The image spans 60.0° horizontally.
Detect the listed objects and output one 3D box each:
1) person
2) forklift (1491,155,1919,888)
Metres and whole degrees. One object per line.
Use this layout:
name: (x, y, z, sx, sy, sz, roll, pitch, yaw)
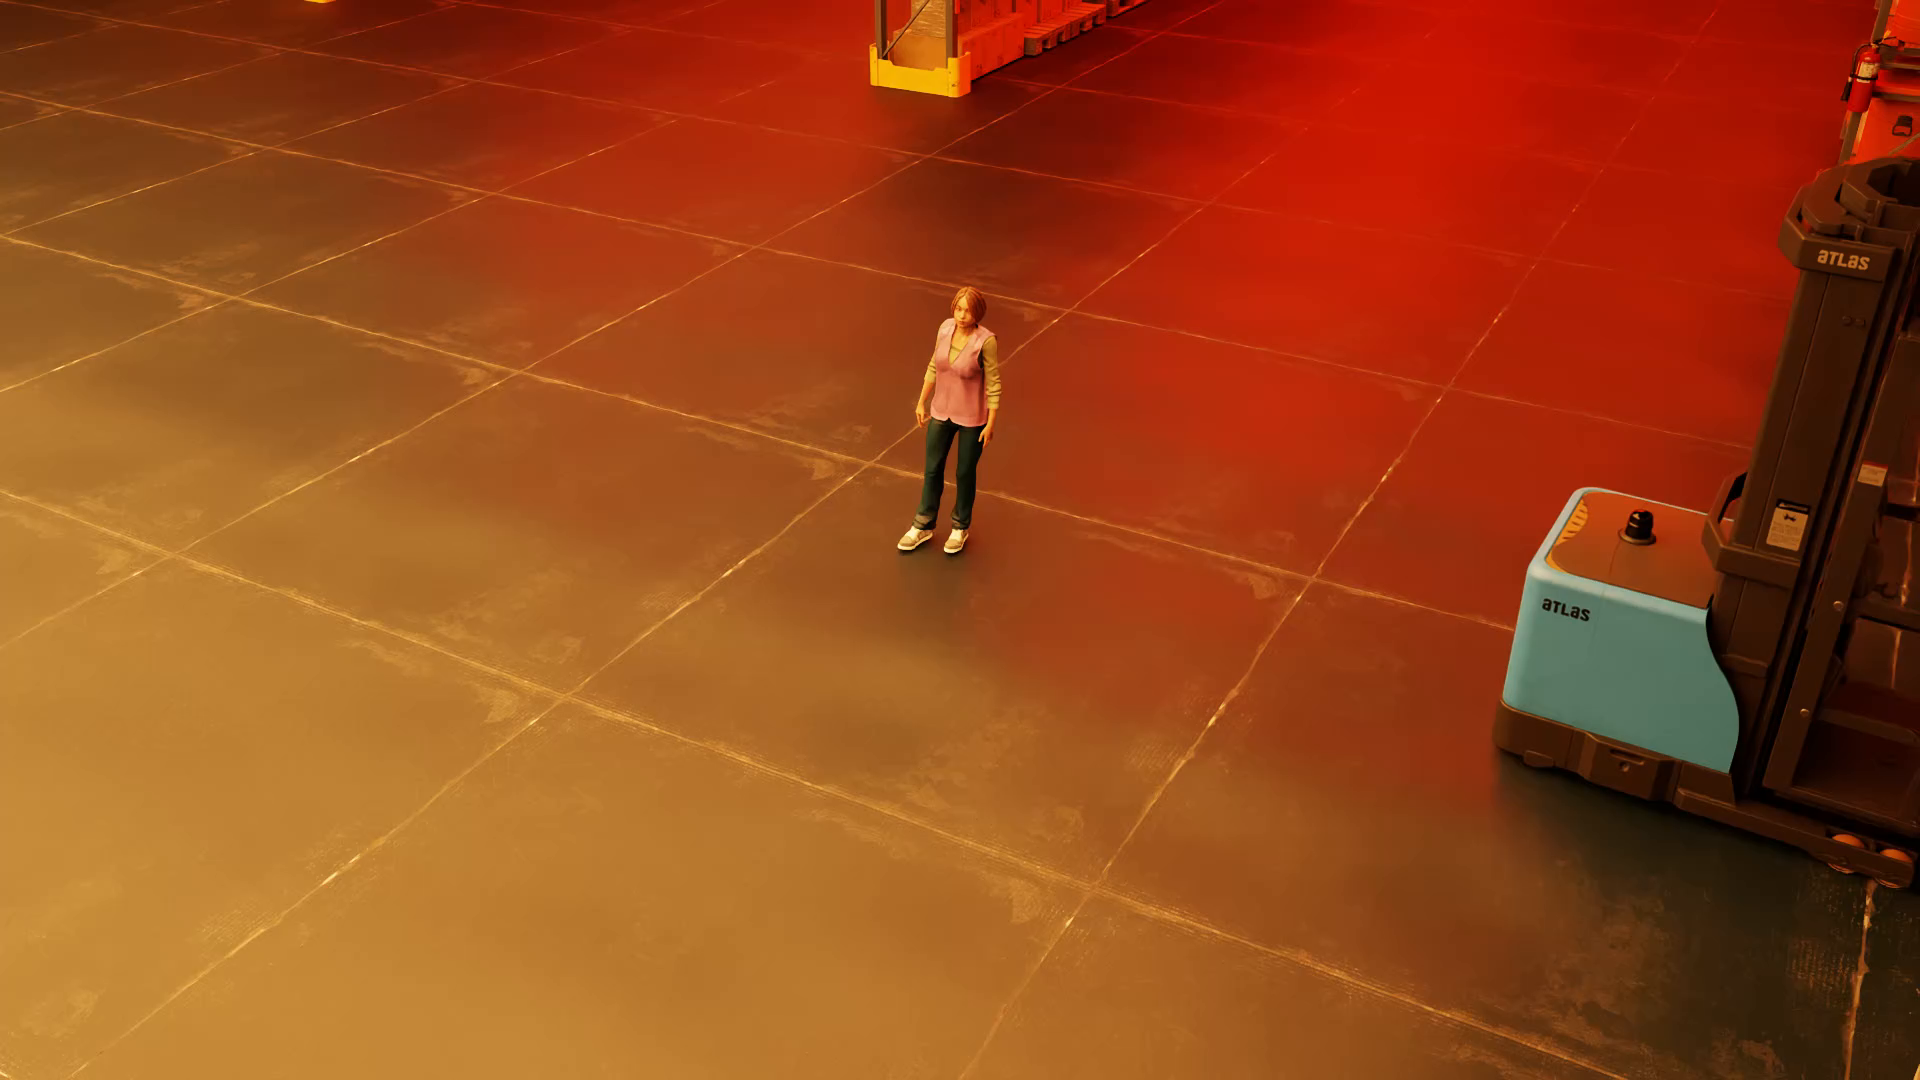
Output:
person: (-0.049, -0.669, 9.549, 0.520, 1.599, 0.473, 15, 33, 25)
forklift: (4.137, -0.038, 7.137, 3.031, 2.935, 1.130, 17, 34, 27)
